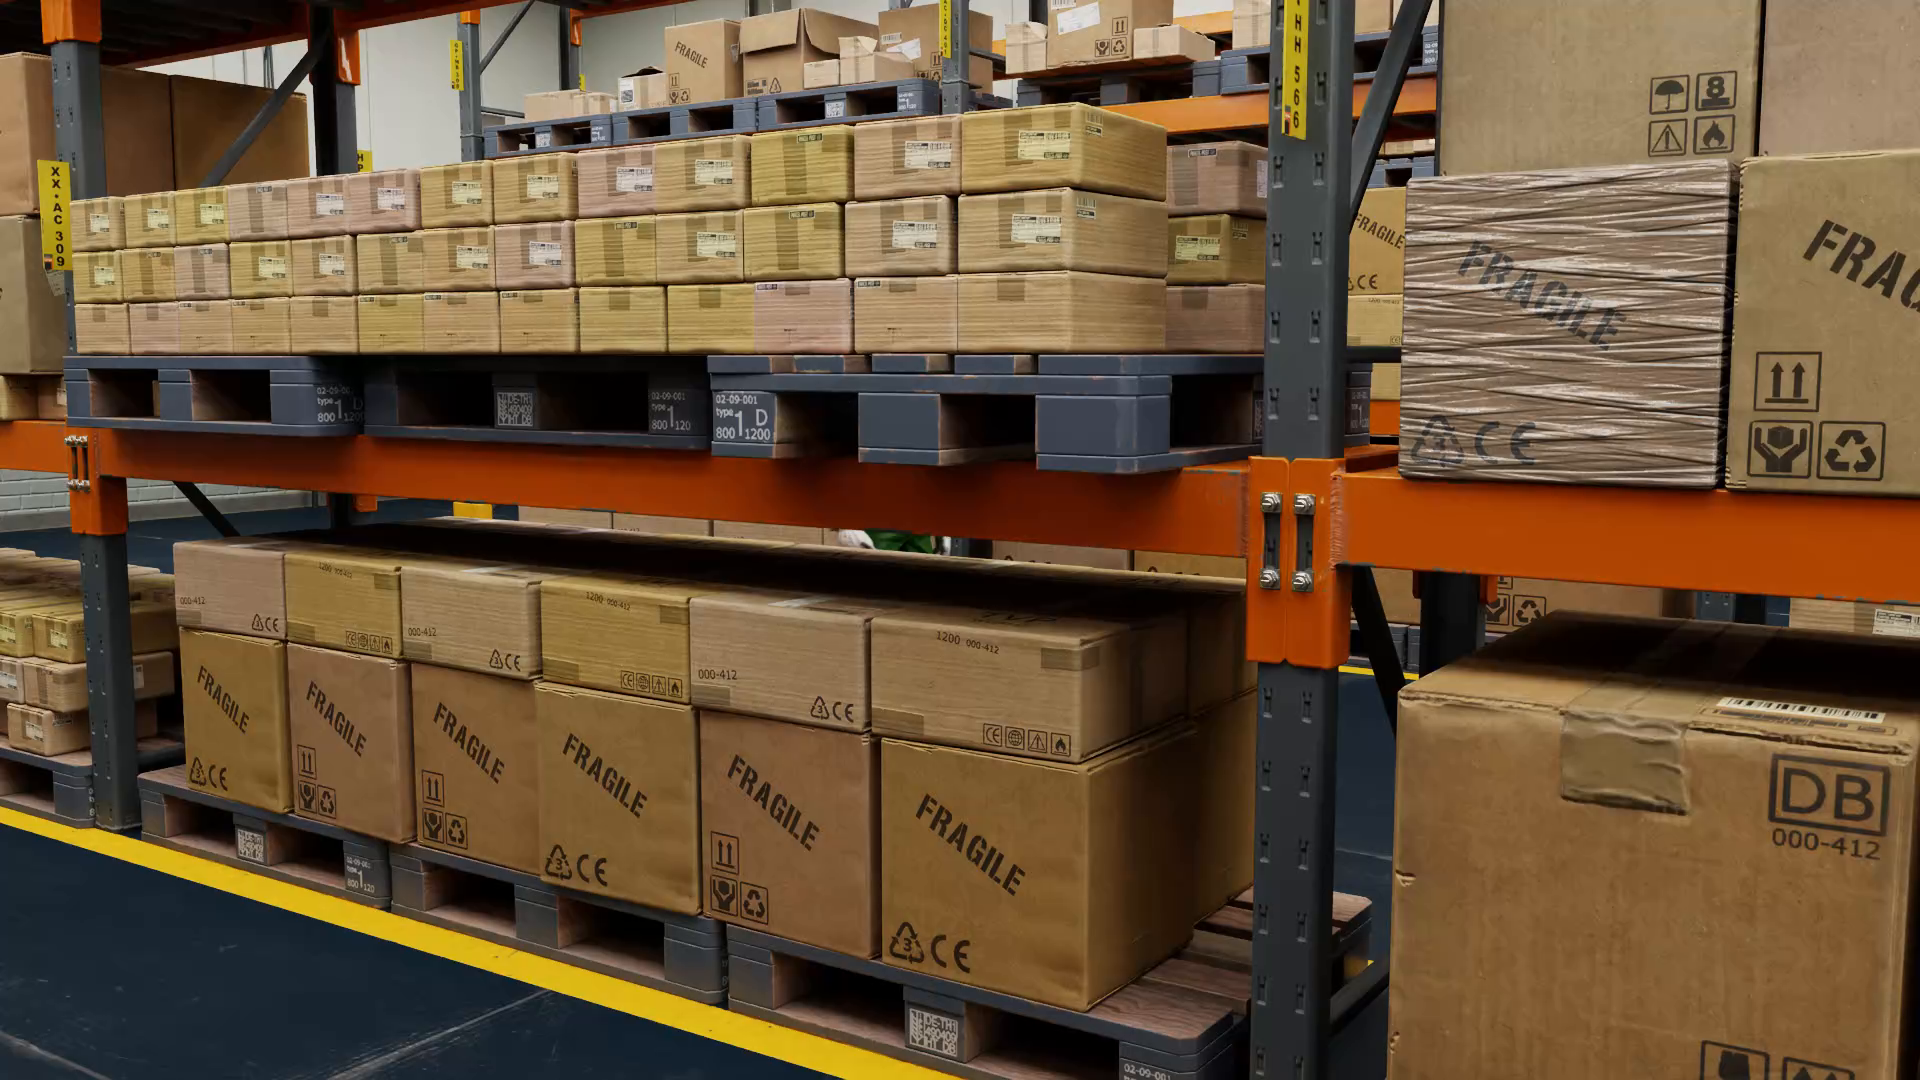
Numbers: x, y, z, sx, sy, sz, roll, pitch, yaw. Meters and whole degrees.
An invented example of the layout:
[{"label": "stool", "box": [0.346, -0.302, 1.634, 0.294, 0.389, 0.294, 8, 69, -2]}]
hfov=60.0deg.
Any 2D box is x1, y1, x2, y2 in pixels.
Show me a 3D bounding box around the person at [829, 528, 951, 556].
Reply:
[{"label": "person", "box": [-0.249, -0.034, 5.958, 0.448, 1.779, 0.610, 4, 8, 34]}]
